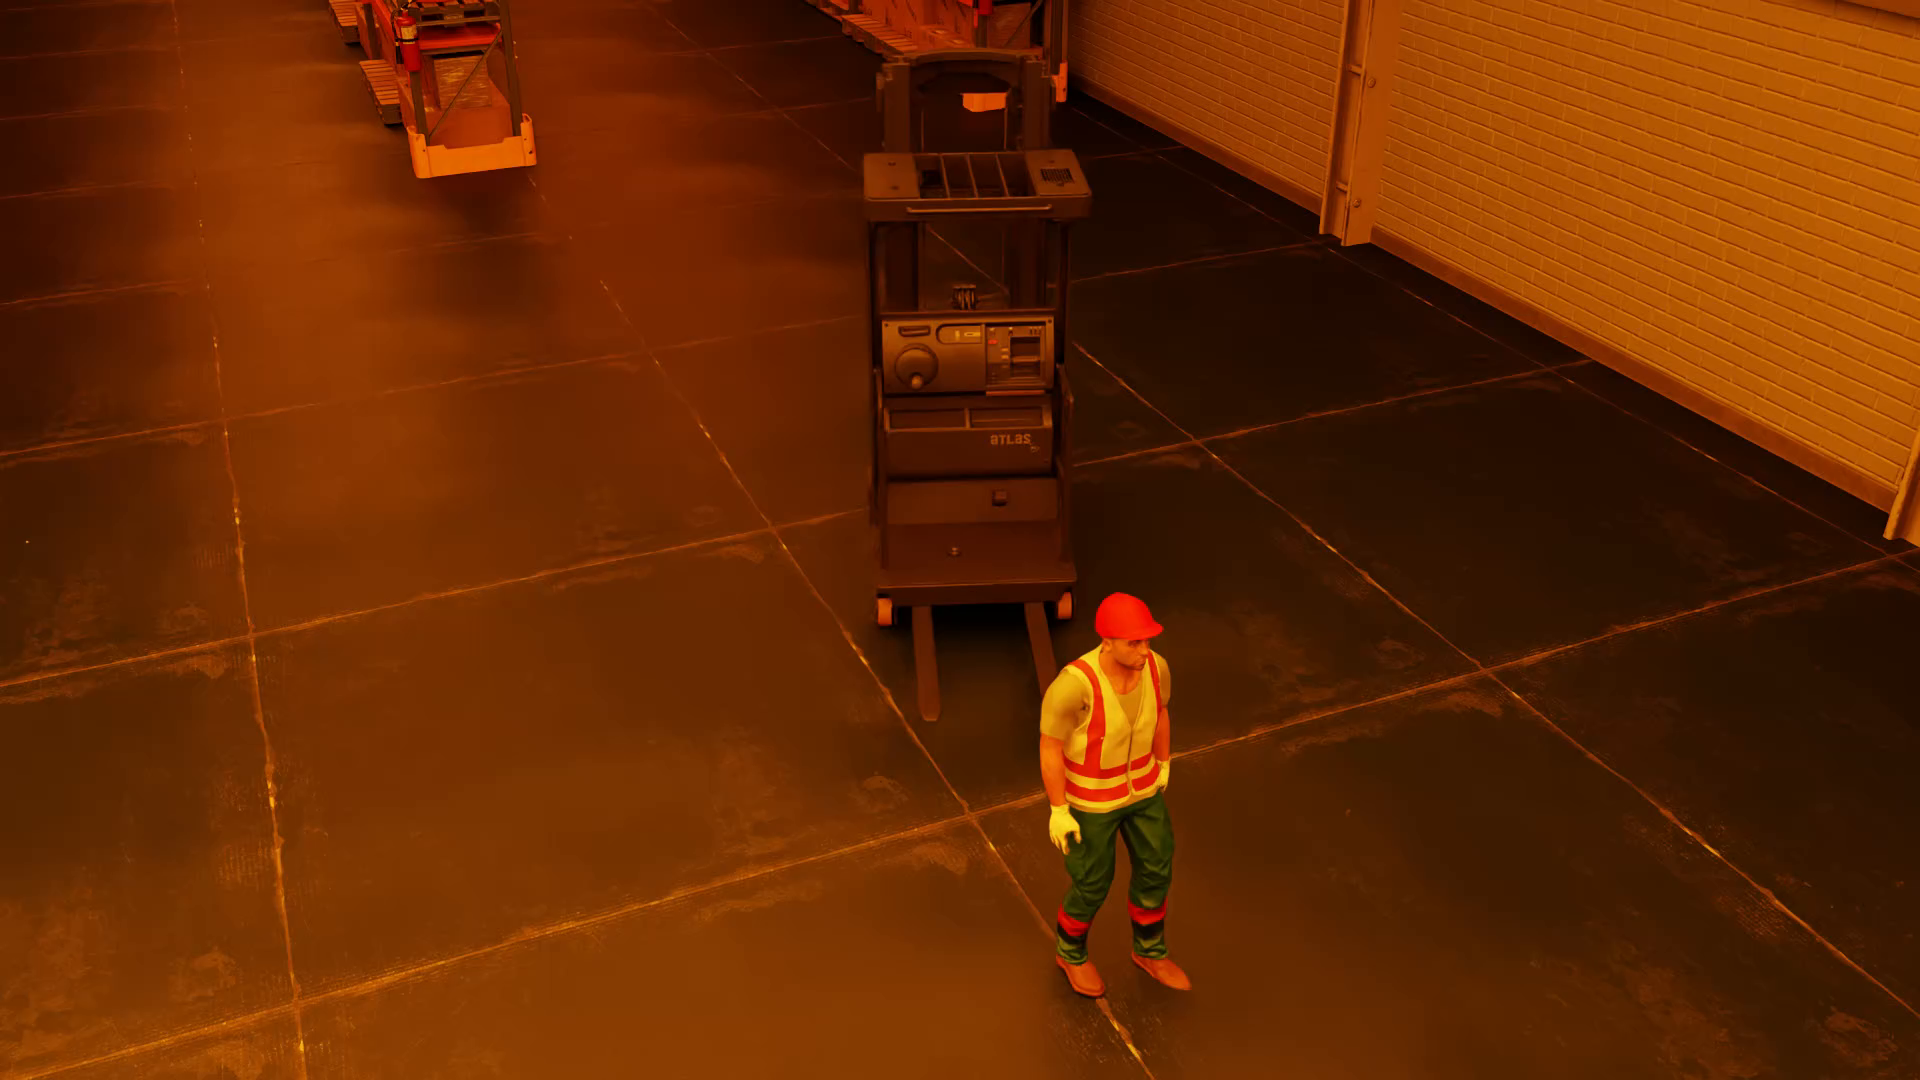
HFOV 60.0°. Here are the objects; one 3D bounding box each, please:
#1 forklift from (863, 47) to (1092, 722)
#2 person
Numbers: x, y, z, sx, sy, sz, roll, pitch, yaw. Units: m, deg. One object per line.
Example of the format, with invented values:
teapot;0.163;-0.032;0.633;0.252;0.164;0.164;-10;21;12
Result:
forklift;0.062;-0.960;8.799;1.130;2.935;3.031;-2;30;-3
person;0.631;1.039;6.497;0.630;1.814;0.506;-16;33;-26
